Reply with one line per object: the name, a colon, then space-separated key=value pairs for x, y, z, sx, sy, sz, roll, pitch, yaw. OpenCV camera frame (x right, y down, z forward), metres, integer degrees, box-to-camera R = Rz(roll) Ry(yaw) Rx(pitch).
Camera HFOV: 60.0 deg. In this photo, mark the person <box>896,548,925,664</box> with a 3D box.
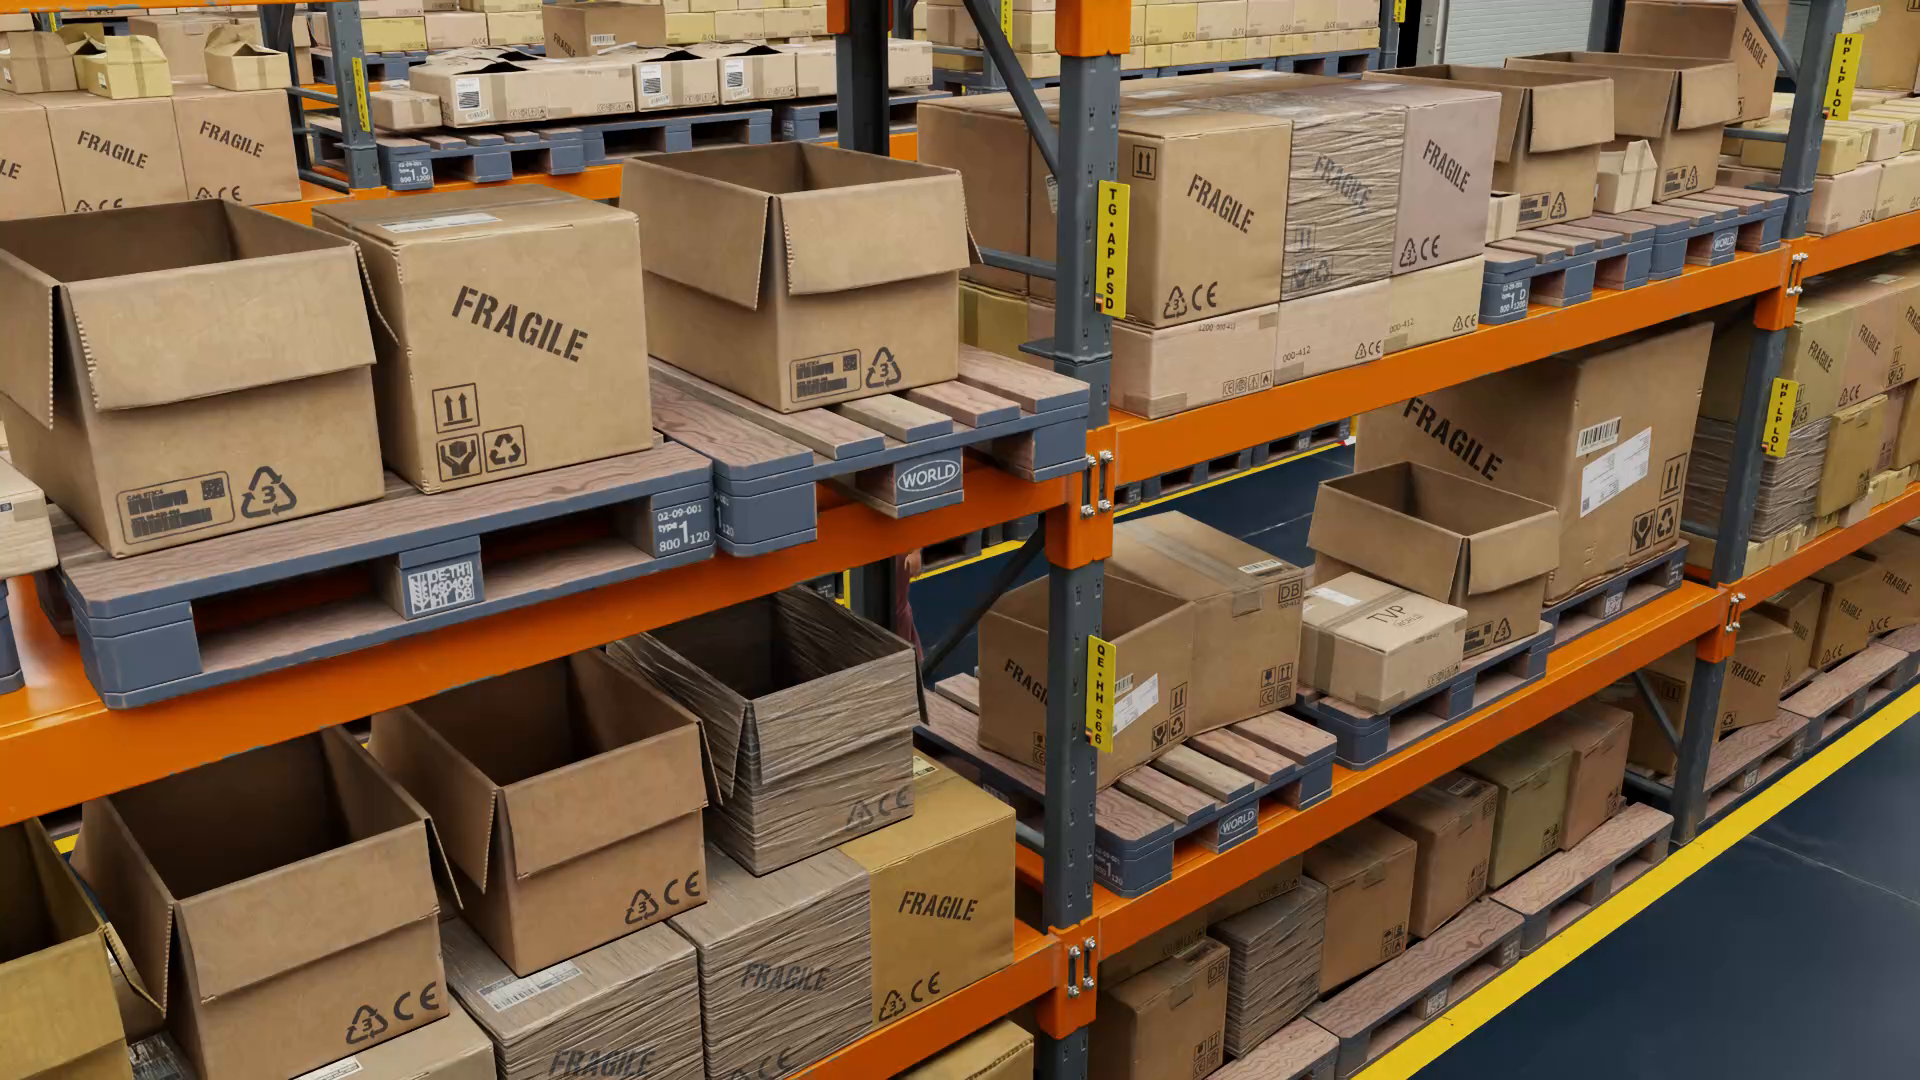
person: x=-0.377 y=0.007 z=9.026 sx=0.406 sy=1.667 sz=0.489 roll=-9 pitch=23 yaw=-23
